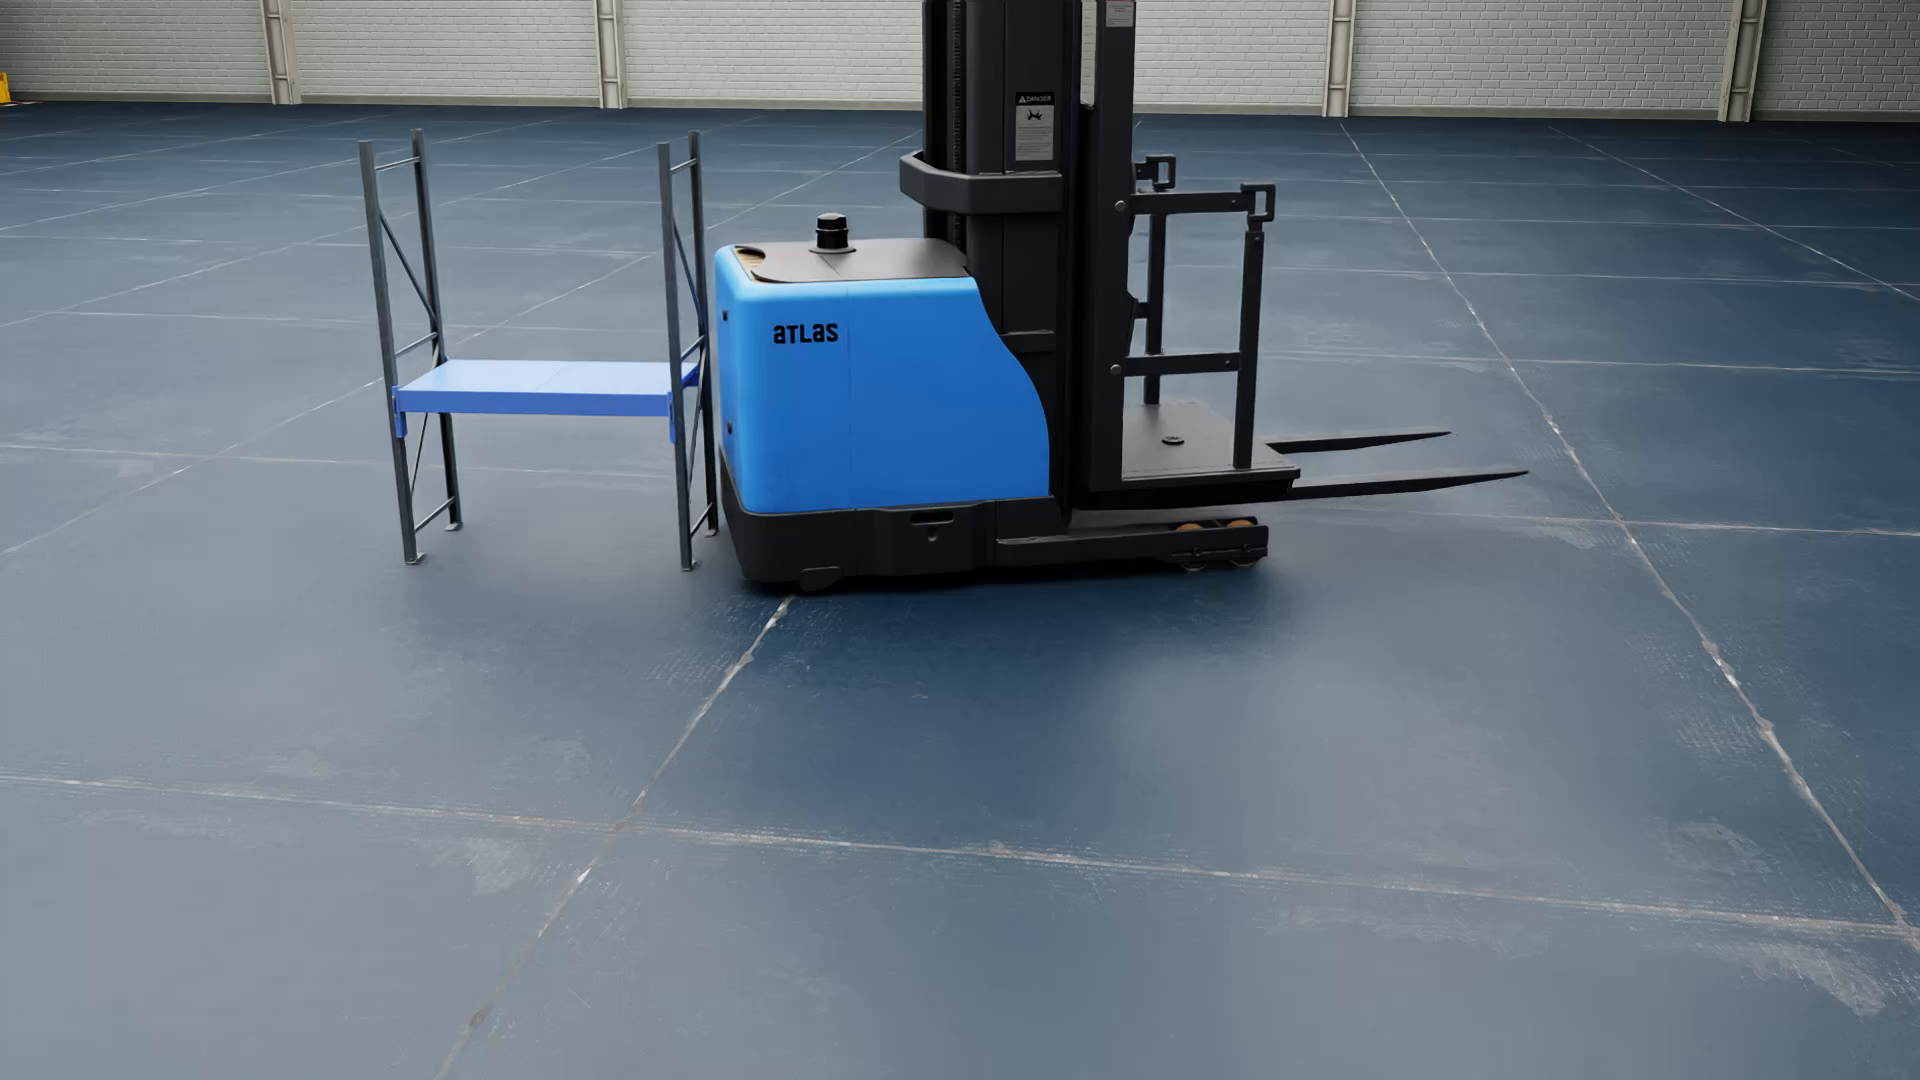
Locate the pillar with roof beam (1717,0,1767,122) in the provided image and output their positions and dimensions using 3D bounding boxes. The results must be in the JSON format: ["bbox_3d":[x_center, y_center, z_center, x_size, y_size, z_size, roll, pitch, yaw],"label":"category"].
[{"bbox_3d":[11.209,-9.368,20.119,0.400,9.000,9.100,3,19,9],"label":"pillar with roof beam"}]

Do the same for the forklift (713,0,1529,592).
[{"bbox_3d":[0.638,-1.439,5.984,3.031,2.935,1.130,-4,19,-12],"label":"forklift"}]

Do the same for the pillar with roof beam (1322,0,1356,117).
[{"bbox_3d":[5.285,-9.670,21.021,0.400,9.000,9.100,3,19,9],"label":"pillar with roof beam"}]

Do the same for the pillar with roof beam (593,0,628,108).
[{"bbox_3d":[-6.563,-10.274,22.826,0.400,9.000,9.100,3,19,9],"label":"pillar with roof beam"}]

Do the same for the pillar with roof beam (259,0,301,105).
[{"bbox_3d":[-12.487,-10.576,23.729,0.400,9.000,9.100,3,19,9],"label":"pillar with roof beam"}]

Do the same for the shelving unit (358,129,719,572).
[{"bbox_3d":[-1.474,-0.689,5.997,1.048,1.500,0.538,1,19,4],"label":"shelving unit"}]

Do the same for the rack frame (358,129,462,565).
[{"bbox_3d":[-1.981,-0.700,6.032,0.032,1.500,0.500,1,19,4],"label":"rack frame"}]

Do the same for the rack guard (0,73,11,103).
[{"bbox_3d":[-17.160,-7.877,29.058,0.348,0.500,1.175,3,19,9],"label":"rack guard"}]

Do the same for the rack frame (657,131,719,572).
[{"bbox_3d":[-0.967,-0.677,5.963,0.032,1.500,0.500,1,19,4],"label":"rack frame"}]

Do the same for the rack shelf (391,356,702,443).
[{"bbox_3d":[-1.474,-0.518,6.054,1.000,0.185,0.538,1,19,4],"label":"rack shelf"}]
